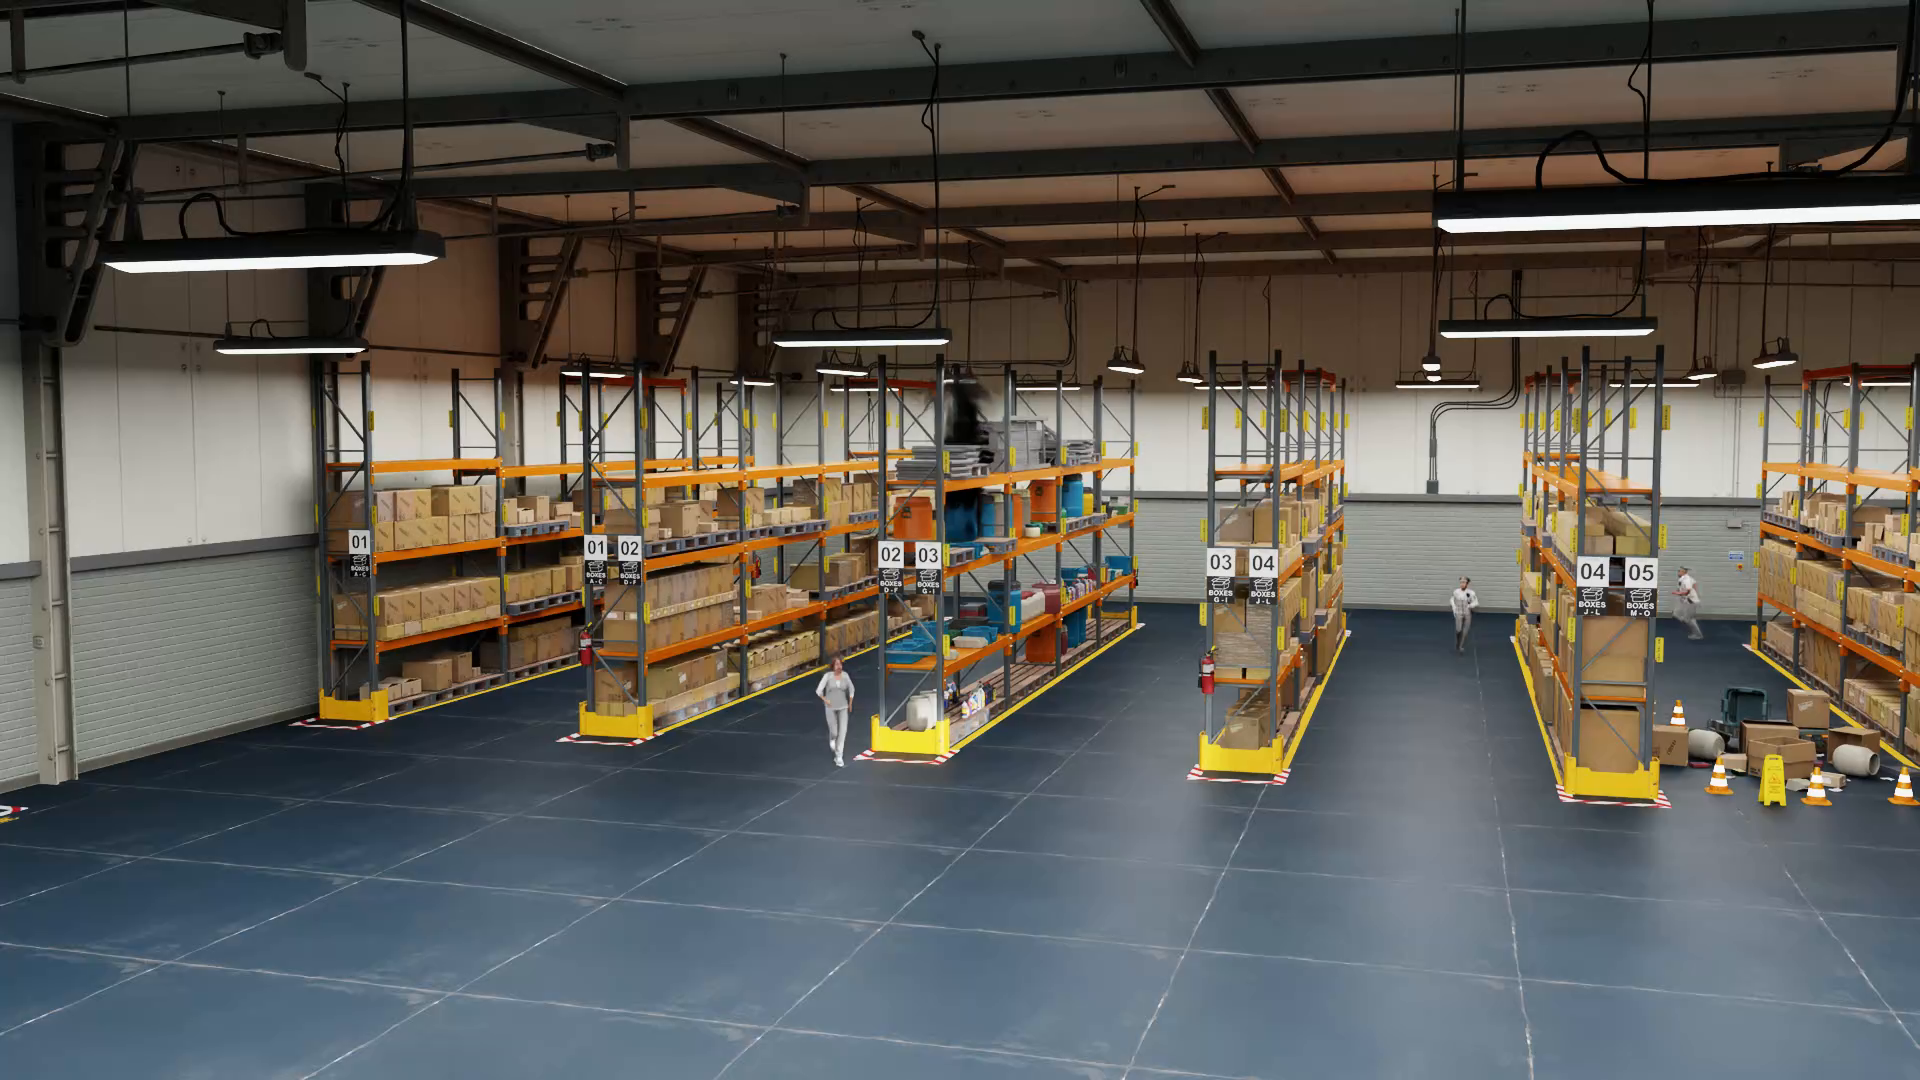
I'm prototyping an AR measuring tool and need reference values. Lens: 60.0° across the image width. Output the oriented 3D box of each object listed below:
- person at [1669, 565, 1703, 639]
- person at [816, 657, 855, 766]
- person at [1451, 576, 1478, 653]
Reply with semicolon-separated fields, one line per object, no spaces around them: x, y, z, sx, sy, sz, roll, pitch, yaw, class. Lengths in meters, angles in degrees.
16.635;1.408;38.087;0.747;1.696;0.621;1;4;14;person
-1.819;2.490;24.414;0.576;1.581;0.611;-1;4;-14;person
10.826;1.611;35.746;0.593;1.660;0.600;2;4;22;person
